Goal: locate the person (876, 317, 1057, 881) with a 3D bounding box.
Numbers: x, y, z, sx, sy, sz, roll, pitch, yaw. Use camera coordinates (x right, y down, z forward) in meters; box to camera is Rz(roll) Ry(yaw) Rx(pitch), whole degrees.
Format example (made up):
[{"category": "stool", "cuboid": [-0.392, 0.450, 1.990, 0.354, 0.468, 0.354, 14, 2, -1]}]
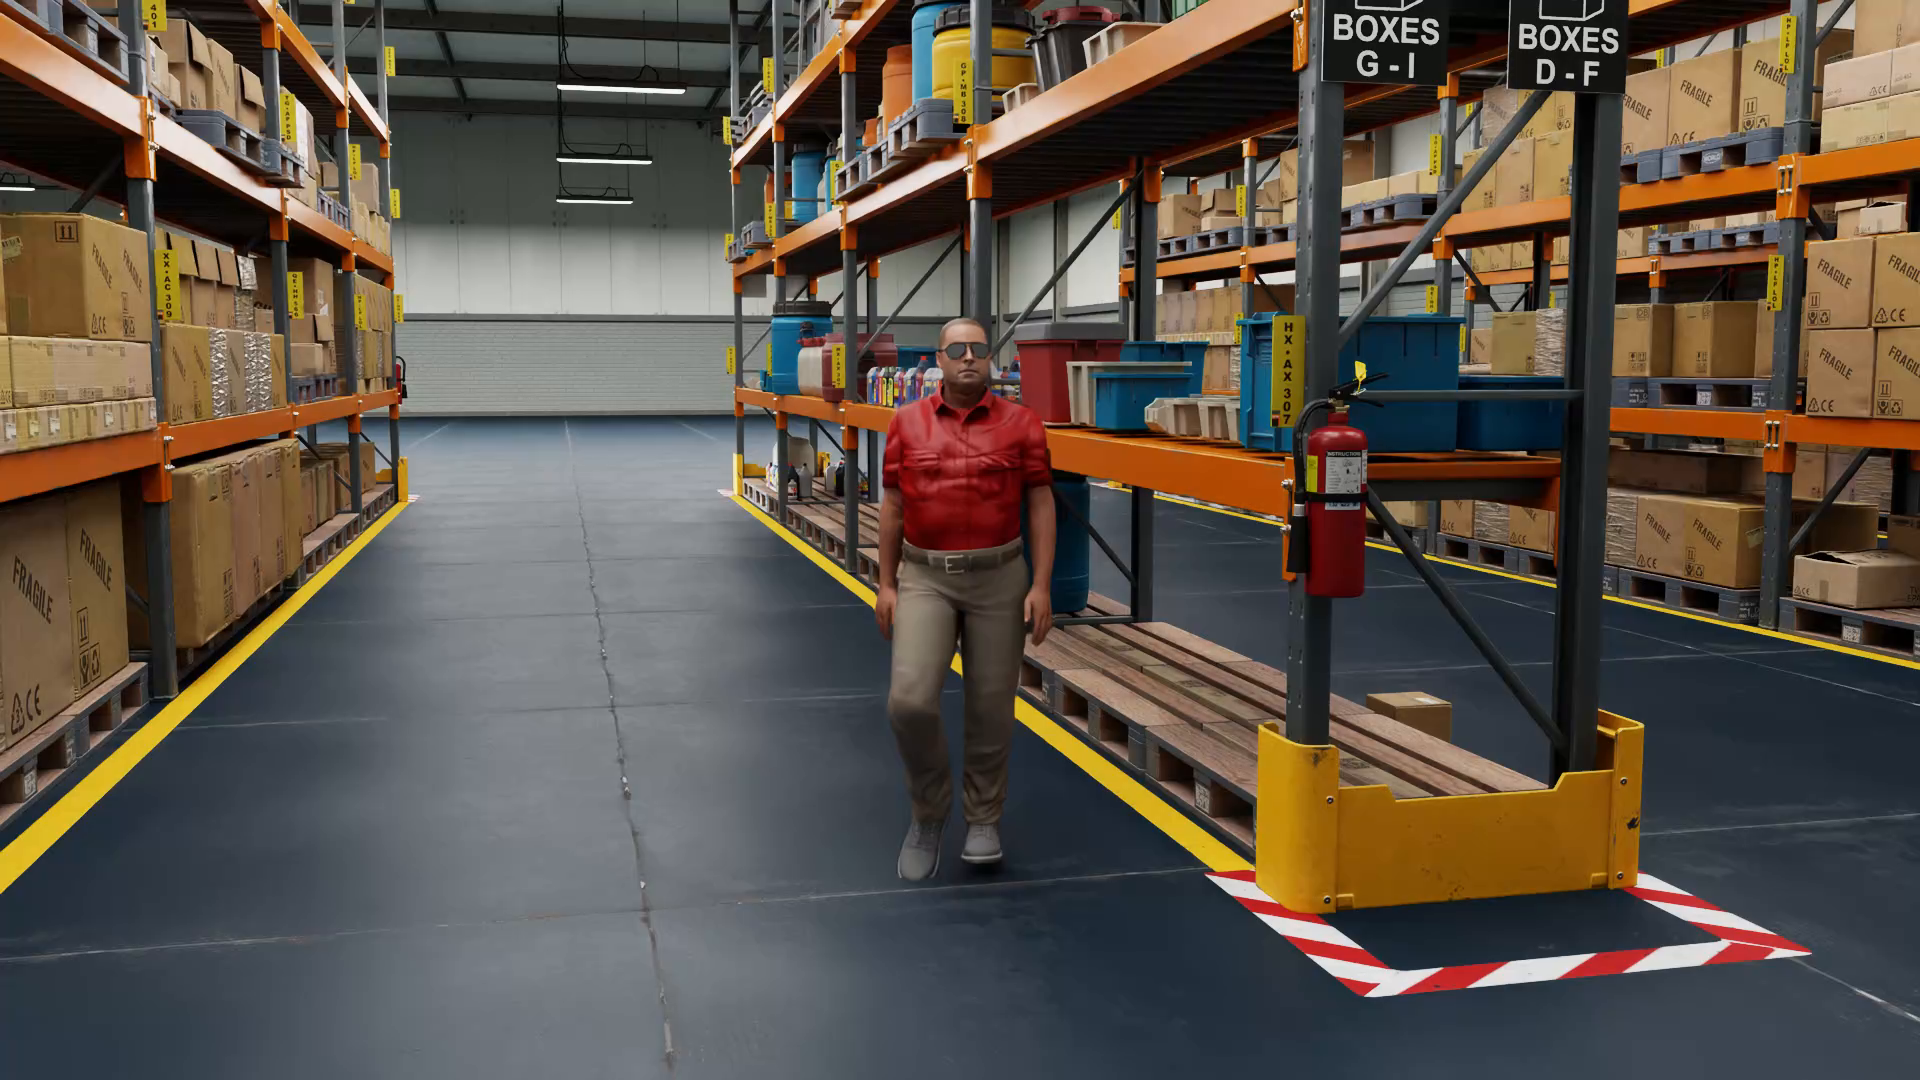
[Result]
[{"category": "person", "cuboid": [0.012, 0.202, 5.199, 0.578, 1.786, 0.481, 0, 6, 2]}]
